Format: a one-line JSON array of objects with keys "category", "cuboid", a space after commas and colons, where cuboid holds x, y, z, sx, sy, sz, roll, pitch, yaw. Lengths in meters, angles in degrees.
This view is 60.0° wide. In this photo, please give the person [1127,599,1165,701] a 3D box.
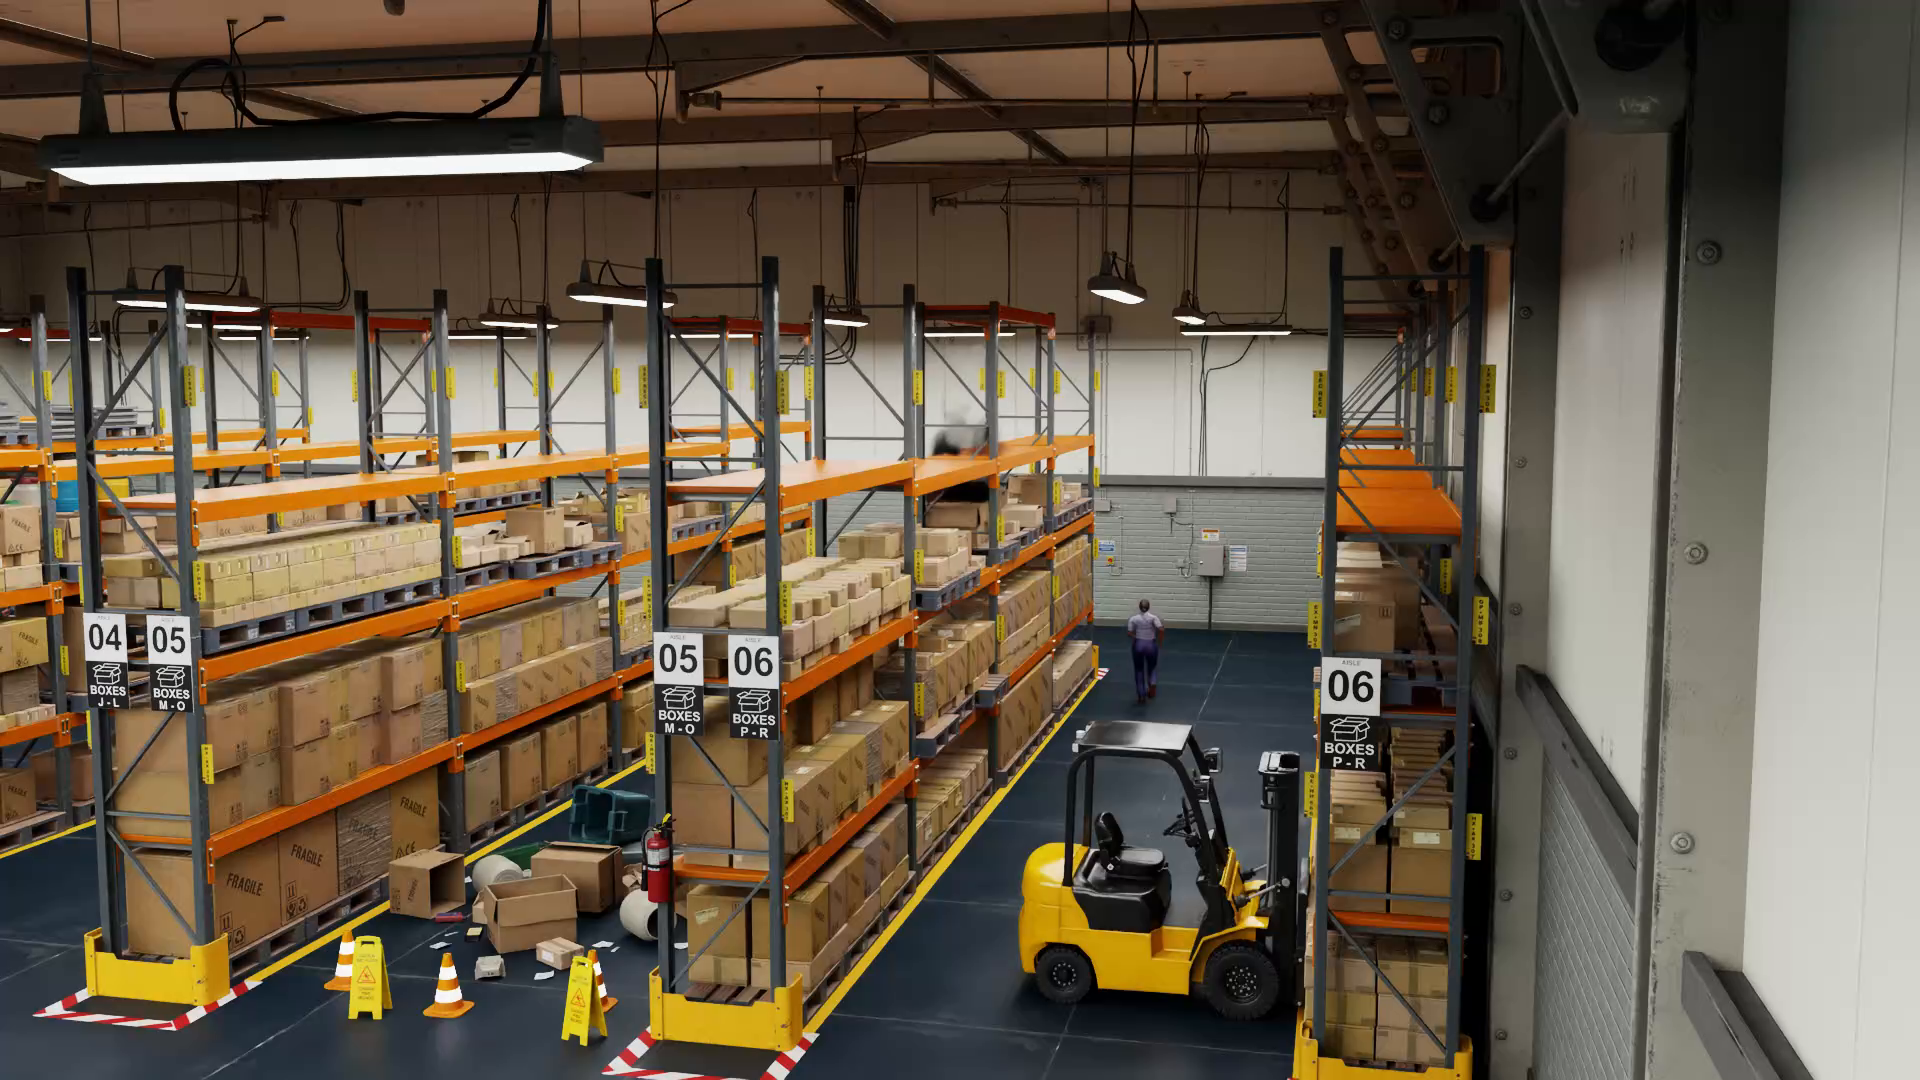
[{"category": "person", "cuboid": [2.919, 1.716, 26.168, 0.592, 1.609, 0.575, 1, 6, 6]}]
